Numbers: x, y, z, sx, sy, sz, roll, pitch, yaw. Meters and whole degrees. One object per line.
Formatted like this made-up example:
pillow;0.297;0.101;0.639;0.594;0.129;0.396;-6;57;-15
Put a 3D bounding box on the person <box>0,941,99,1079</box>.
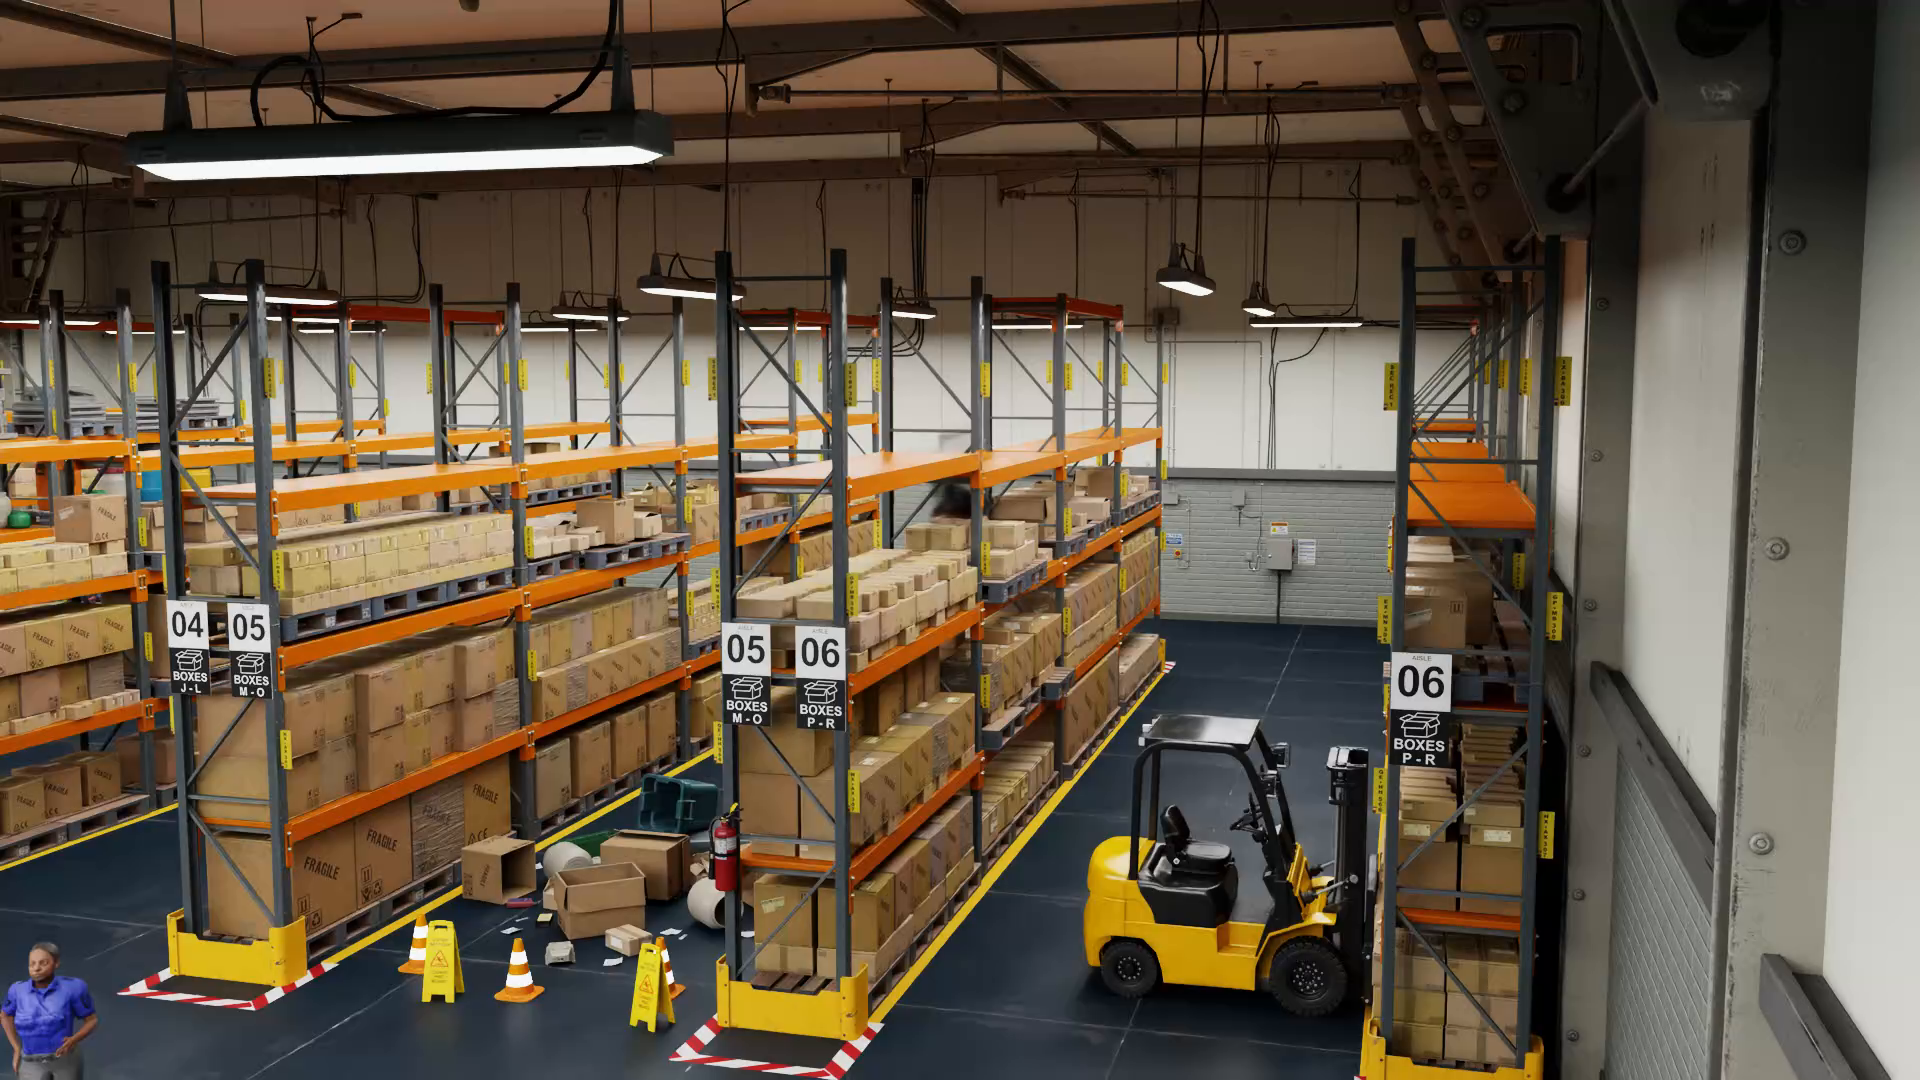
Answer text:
person;-5.594;3.281;10.232;0.552;1.651;0.644;-3;7;-25
